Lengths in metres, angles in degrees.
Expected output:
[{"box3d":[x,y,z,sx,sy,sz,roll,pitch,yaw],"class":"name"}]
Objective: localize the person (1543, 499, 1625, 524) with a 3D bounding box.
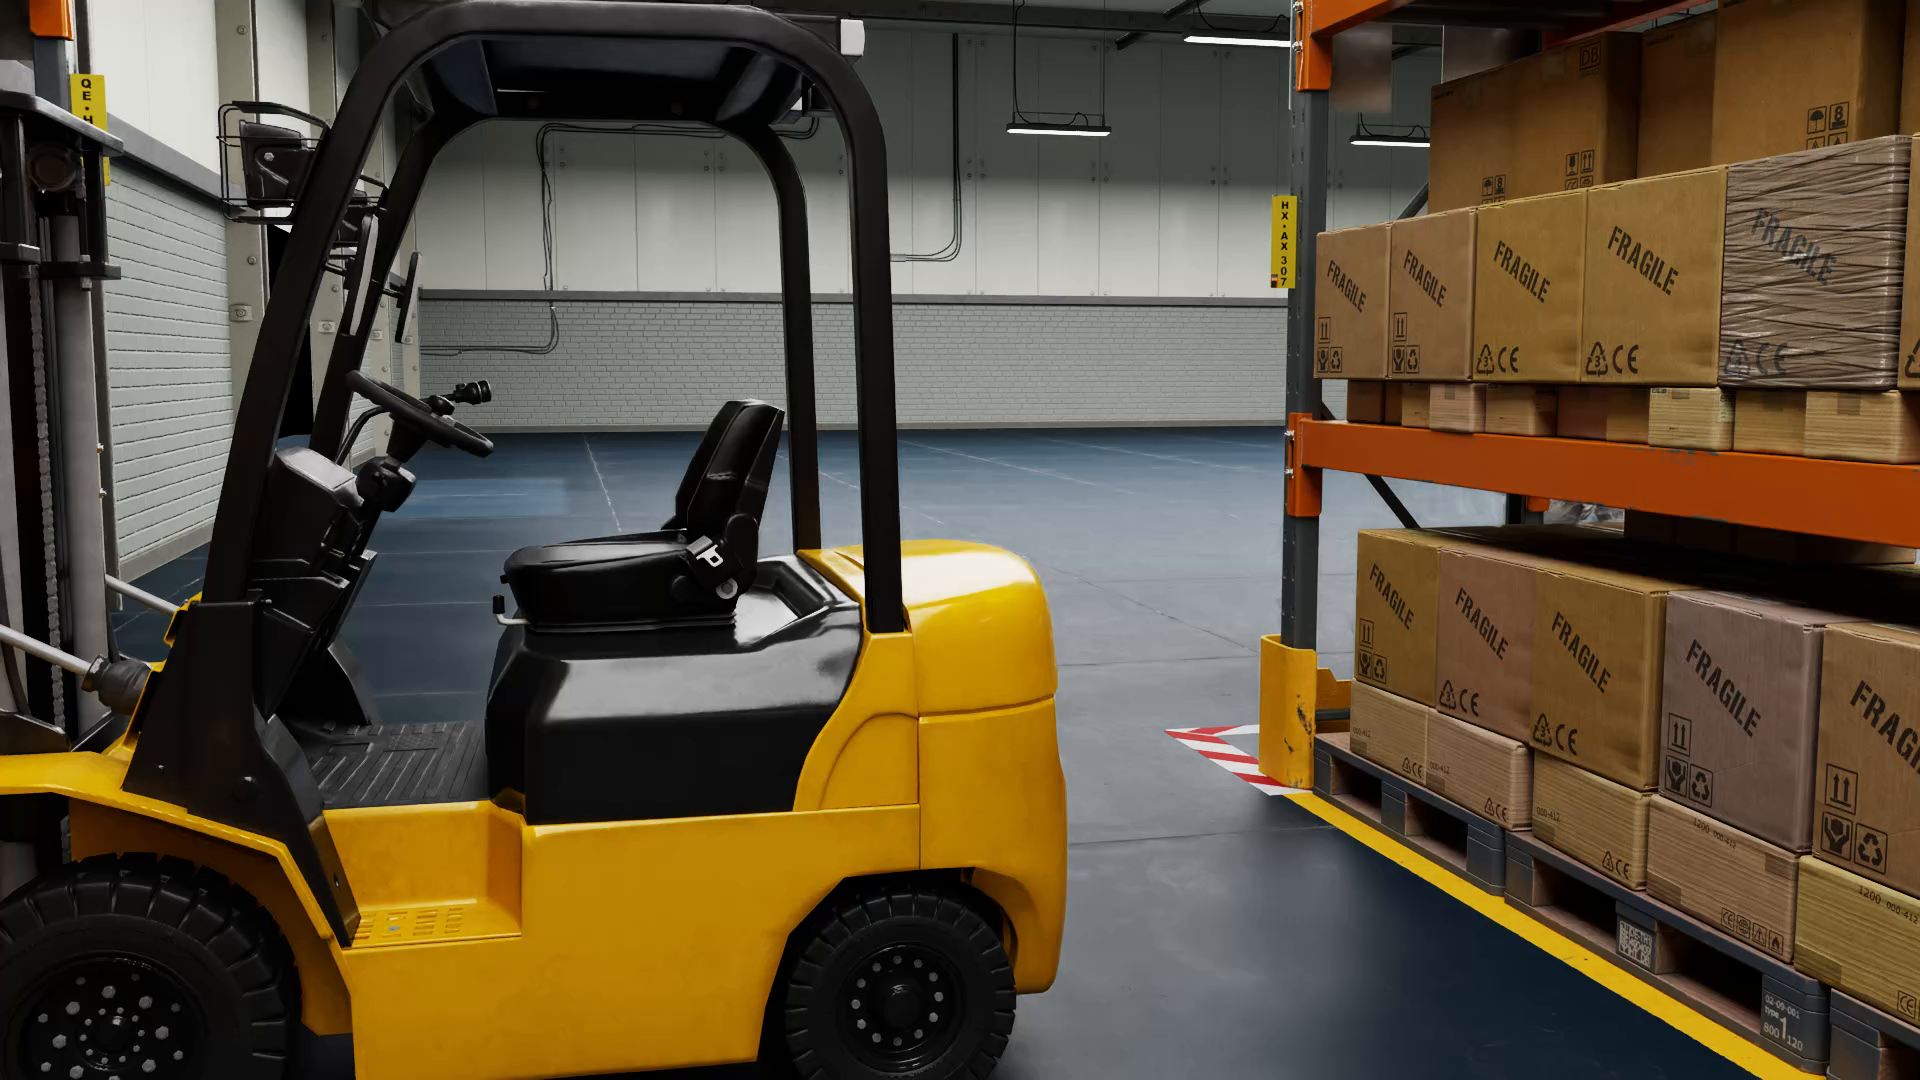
[{"box3d":[3.425,-0.335,8.961,1.058,1.734,0.552,-3,7,-23],"class":"person"}]
